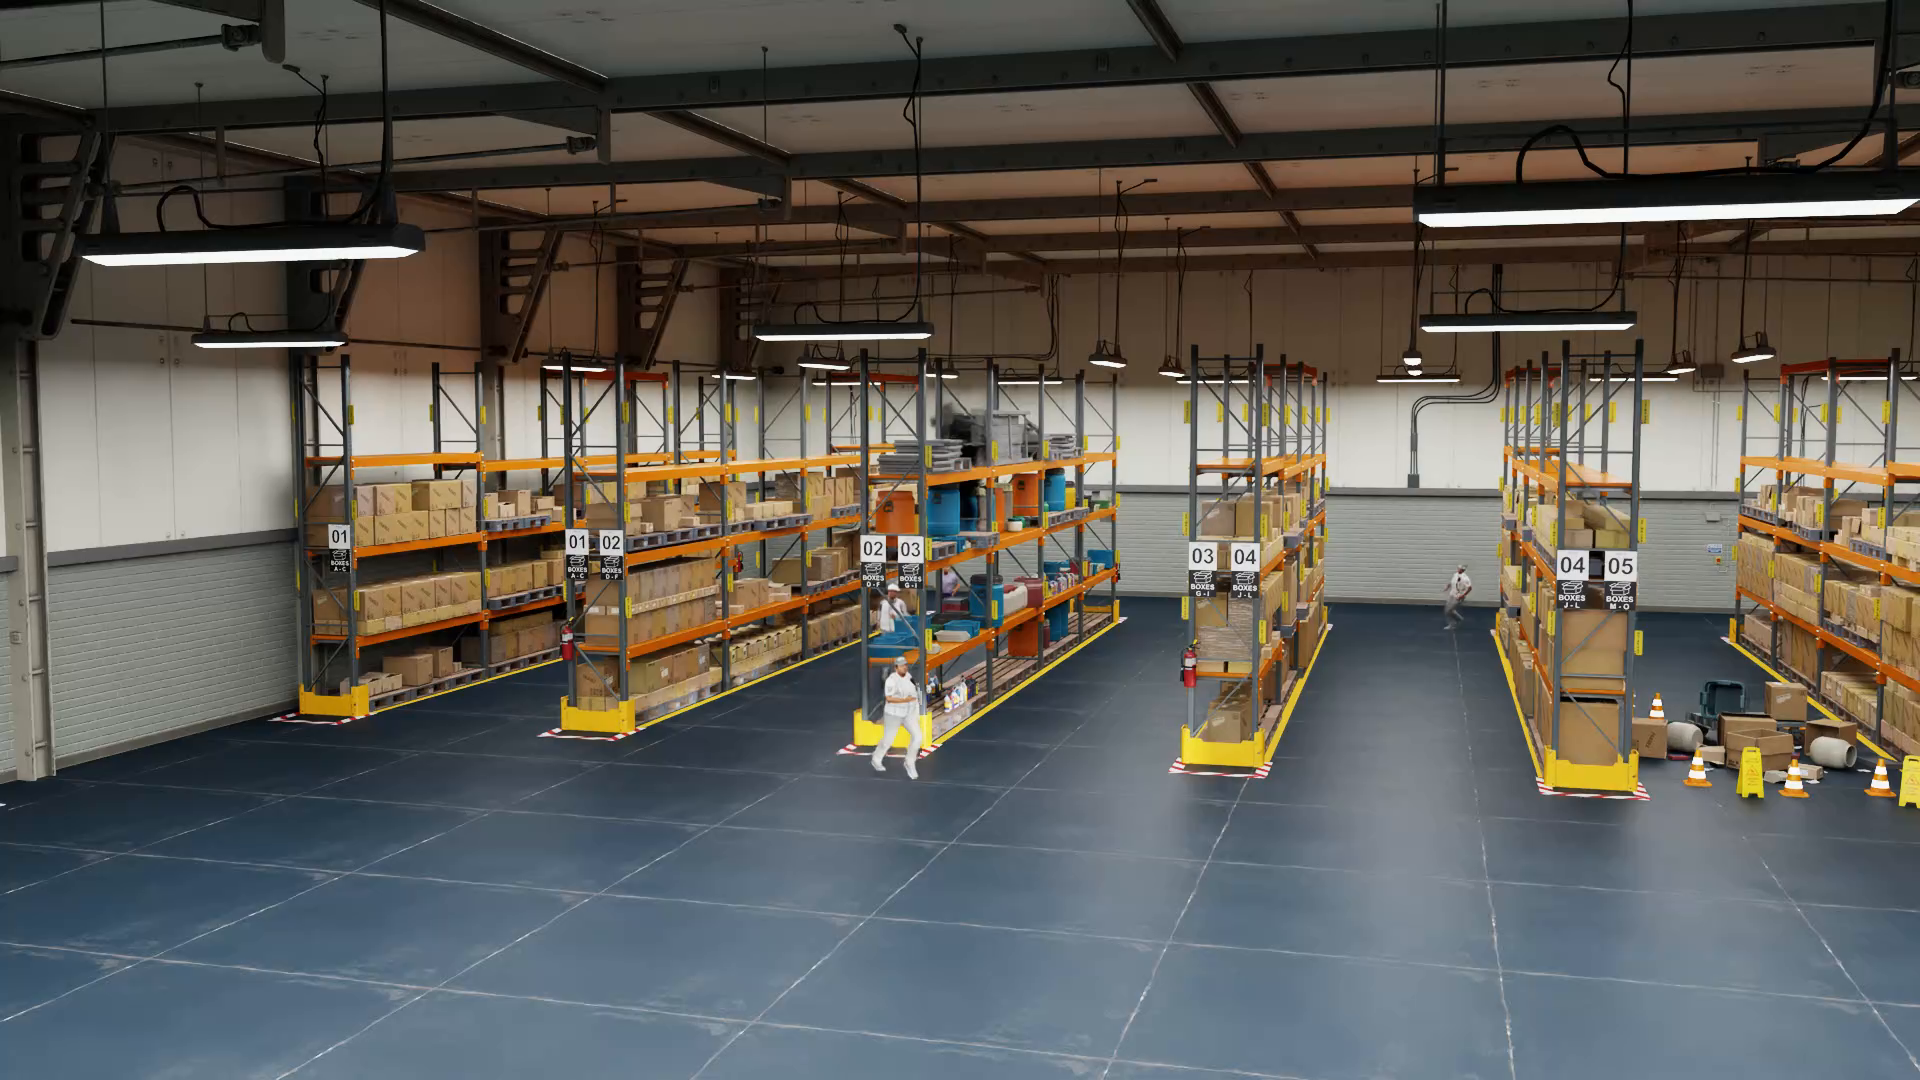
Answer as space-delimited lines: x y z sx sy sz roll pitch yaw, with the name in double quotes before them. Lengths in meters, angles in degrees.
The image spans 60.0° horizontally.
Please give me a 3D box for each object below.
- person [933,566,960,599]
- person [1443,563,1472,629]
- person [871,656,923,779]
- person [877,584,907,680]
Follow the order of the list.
"person" -0.323 1.333 38.293 0.602 1.598 0.556 0 4 7
"person" 11.563 1.314 38.707 0.502 1.603 0.665 -2 5 -23
"person" -0.843 2.452 23.087 0.613 1.706 0.866 -4 6 -40
"person" -1.302 1.746 31.715 0.624 1.831 0.752 0 4 6
